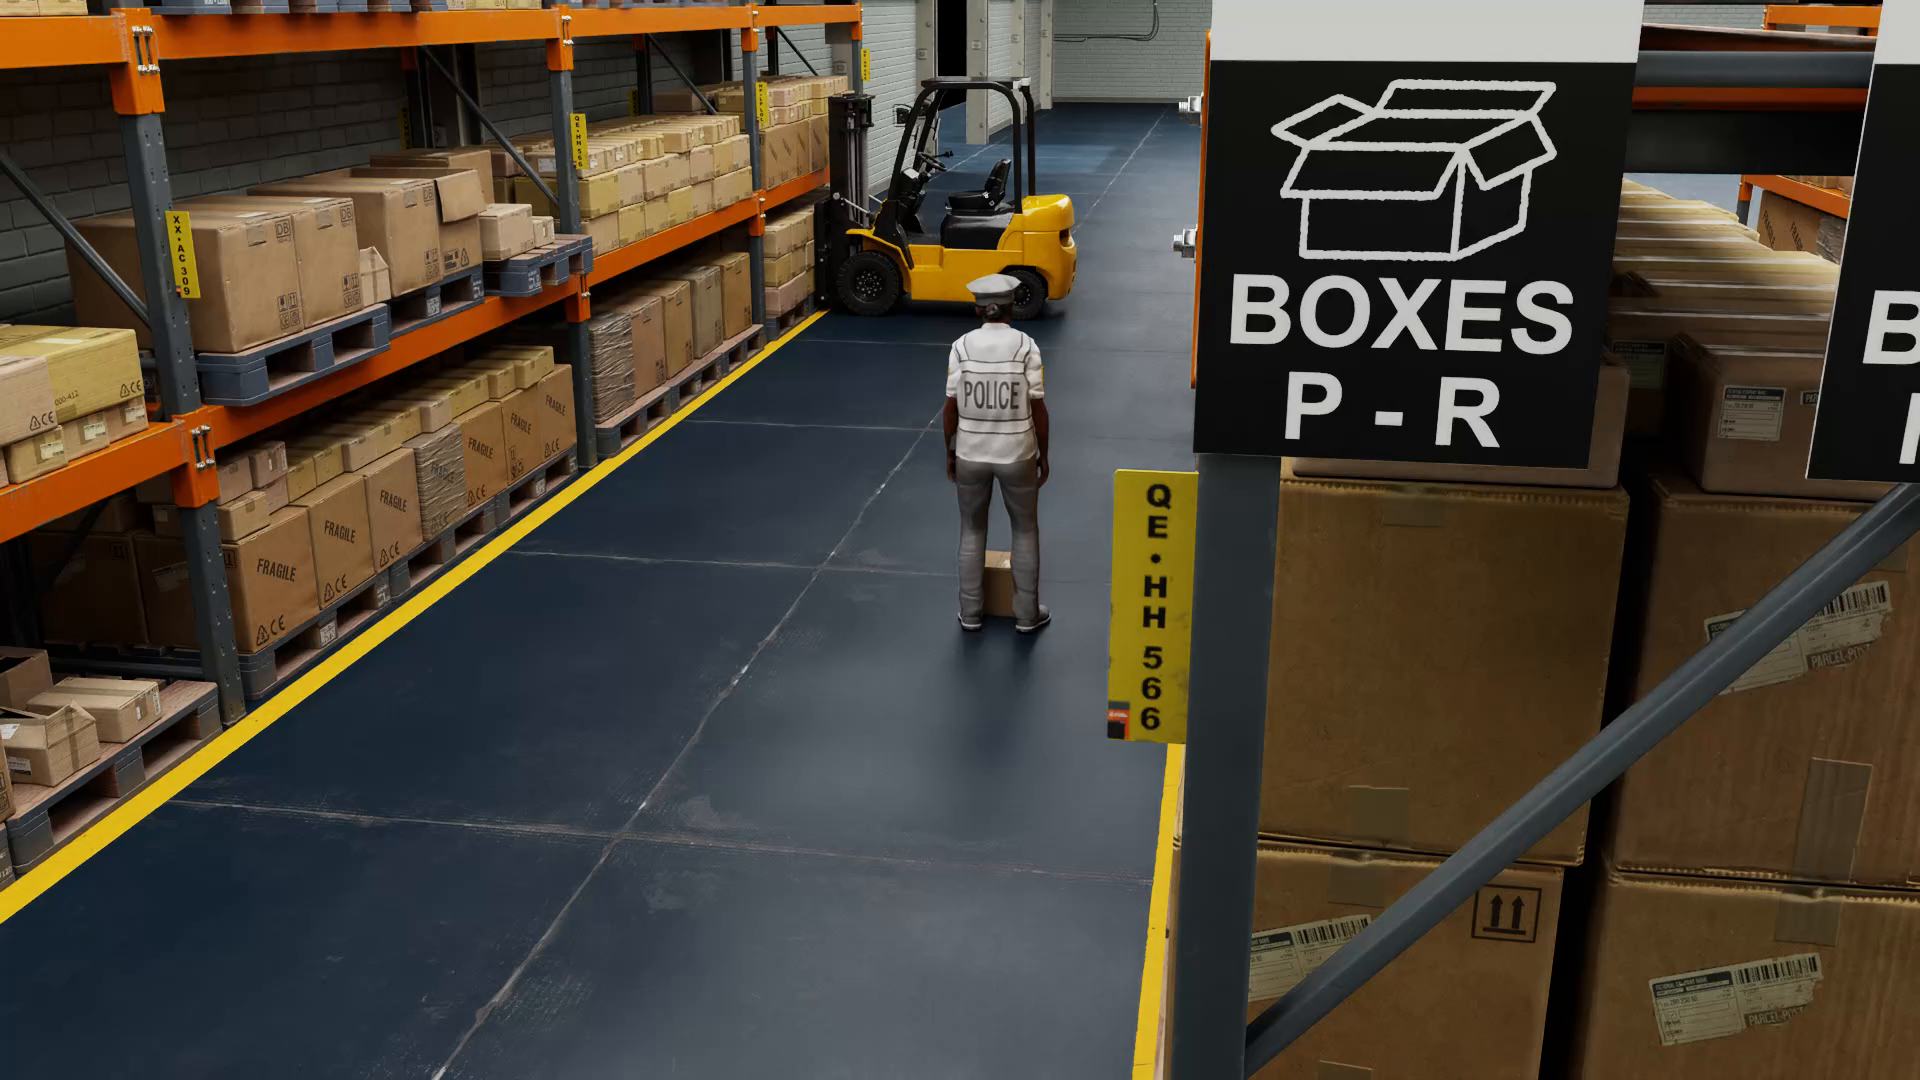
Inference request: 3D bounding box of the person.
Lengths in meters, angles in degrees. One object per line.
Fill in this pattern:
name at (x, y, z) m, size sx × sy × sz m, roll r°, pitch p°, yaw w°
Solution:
person at (0.175, -0.381, 7.731) m, size 0.510 × 1.657 × 0.393 m, roll 2°, pitch 18°, yaw 6°
